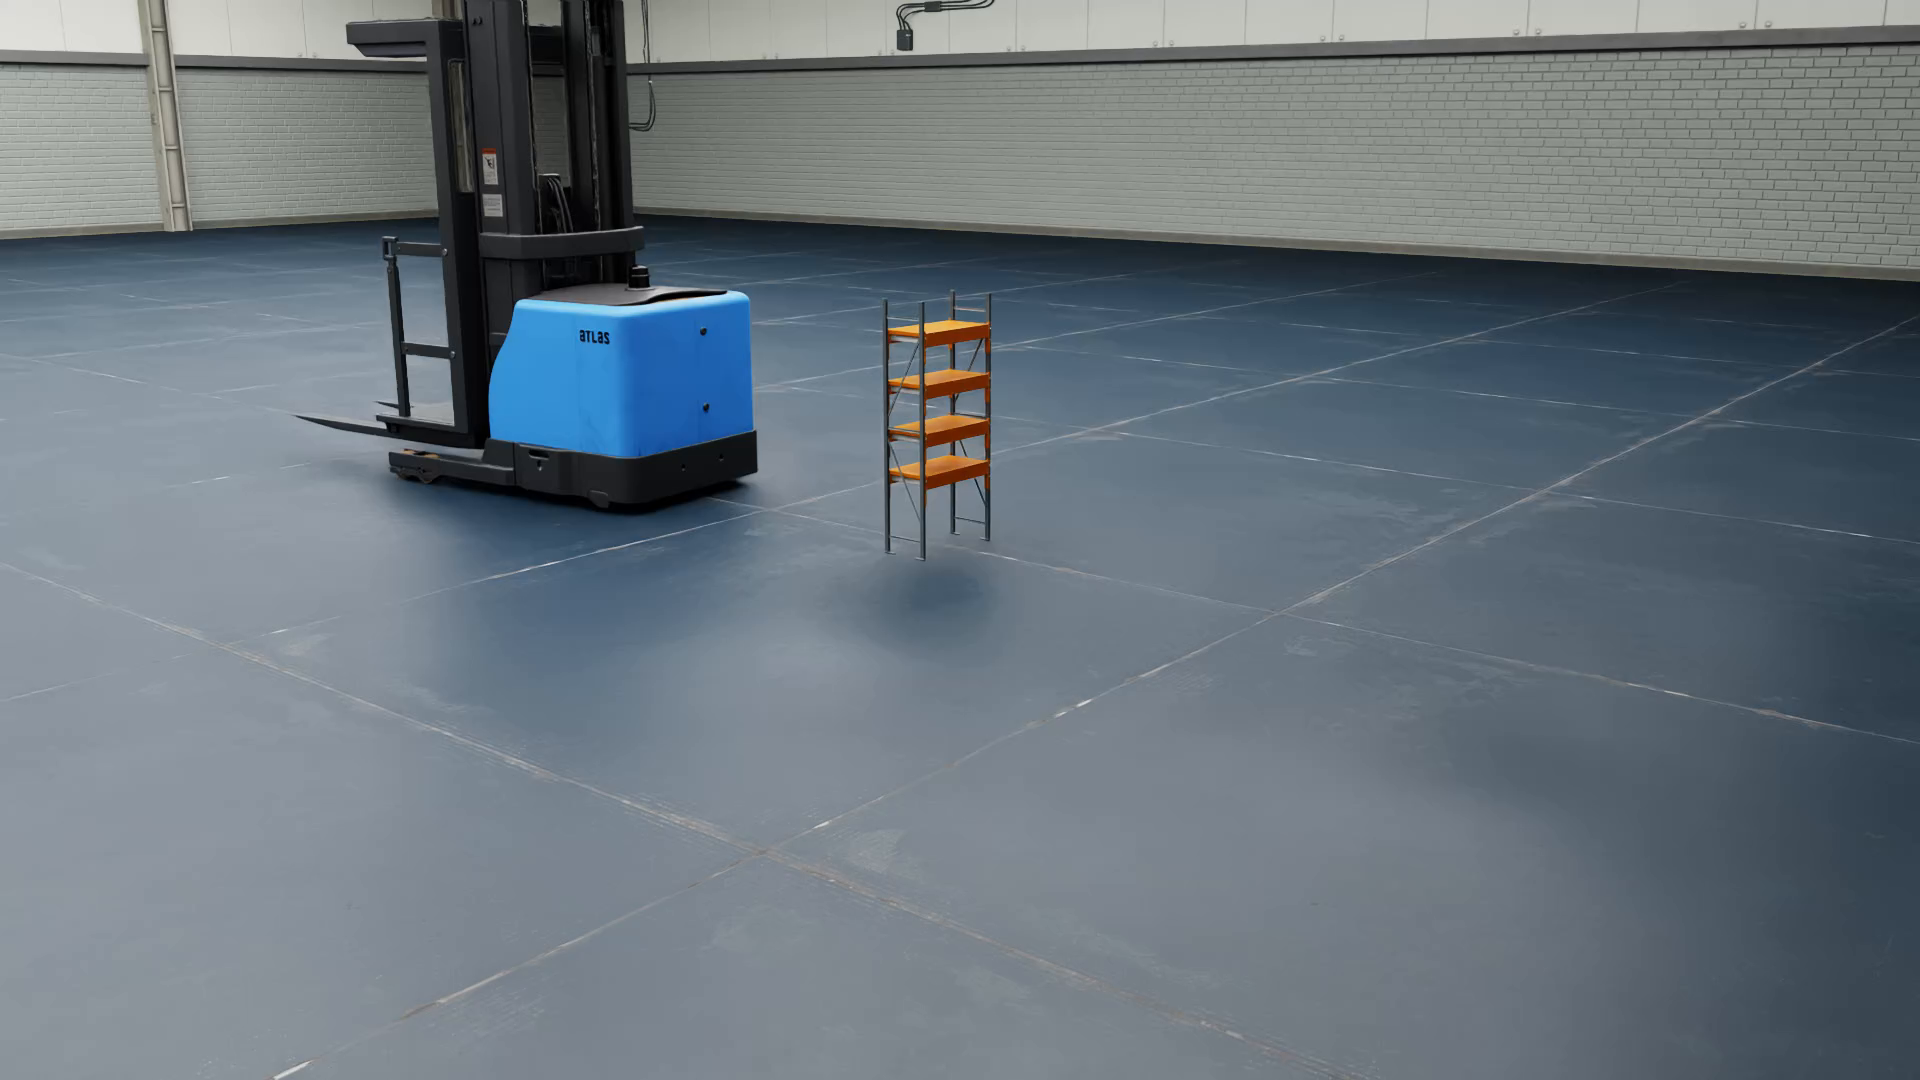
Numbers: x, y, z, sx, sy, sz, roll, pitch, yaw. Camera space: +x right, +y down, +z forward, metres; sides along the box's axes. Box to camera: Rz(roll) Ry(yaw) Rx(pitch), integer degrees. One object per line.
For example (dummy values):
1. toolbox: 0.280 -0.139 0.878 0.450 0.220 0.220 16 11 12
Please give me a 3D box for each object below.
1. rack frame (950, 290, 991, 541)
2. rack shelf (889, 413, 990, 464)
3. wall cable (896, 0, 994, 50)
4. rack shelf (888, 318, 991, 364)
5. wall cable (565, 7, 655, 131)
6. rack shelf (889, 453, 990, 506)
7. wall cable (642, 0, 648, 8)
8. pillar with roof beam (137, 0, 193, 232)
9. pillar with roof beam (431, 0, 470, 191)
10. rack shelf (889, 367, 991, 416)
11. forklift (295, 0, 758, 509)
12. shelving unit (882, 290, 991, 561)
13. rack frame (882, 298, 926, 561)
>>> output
1. rack frame: 0.049 -0.597 8.034 0.240 1.200 0.015 11 18 38
2. rack shelf: -0.104 -0.485 7.867 0.258 0.148 0.480 11 18 38
3. wall cable: -0.237 -11.692 28.965 2.305 6.003 0.169 11 18 38
4. rack shelf: -0.104 -0.931 7.754 0.258 0.148 0.480 11 18 38
5. wall cable: -7.612 -10.011 35.561 3.097 2.526 0.112 11 18 38
6. rack shelf: -0.104 -0.292 7.916 0.258 0.148 0.480 11 18 38
7. wall cable: -5.507 -12.040 33.291 3.097 2.526 0.112 11 18 38
8. pillar with roof beam: -10.914 -9.341 26.618 9.100 9.000 0.400 11 18 38
9. pillar with roof beam: -7.143 -10.490 31.141 9.100 9.000 0.400 11 18 38
10. rack shelf: -0.104 -0.701 7.812 0.258 0.148 0.480 11 18 38
11. forklift: -2.651 -1.838 9.406 3.031 2.935 1.130 9 17 32
12. shelving unit: -0.104 -0.550 7.850 0.258 1.200 0.503 11 18 38
13. rack frame: -0.257 -0.503 7.666 0.240 1.200 0.015 11 18 38
